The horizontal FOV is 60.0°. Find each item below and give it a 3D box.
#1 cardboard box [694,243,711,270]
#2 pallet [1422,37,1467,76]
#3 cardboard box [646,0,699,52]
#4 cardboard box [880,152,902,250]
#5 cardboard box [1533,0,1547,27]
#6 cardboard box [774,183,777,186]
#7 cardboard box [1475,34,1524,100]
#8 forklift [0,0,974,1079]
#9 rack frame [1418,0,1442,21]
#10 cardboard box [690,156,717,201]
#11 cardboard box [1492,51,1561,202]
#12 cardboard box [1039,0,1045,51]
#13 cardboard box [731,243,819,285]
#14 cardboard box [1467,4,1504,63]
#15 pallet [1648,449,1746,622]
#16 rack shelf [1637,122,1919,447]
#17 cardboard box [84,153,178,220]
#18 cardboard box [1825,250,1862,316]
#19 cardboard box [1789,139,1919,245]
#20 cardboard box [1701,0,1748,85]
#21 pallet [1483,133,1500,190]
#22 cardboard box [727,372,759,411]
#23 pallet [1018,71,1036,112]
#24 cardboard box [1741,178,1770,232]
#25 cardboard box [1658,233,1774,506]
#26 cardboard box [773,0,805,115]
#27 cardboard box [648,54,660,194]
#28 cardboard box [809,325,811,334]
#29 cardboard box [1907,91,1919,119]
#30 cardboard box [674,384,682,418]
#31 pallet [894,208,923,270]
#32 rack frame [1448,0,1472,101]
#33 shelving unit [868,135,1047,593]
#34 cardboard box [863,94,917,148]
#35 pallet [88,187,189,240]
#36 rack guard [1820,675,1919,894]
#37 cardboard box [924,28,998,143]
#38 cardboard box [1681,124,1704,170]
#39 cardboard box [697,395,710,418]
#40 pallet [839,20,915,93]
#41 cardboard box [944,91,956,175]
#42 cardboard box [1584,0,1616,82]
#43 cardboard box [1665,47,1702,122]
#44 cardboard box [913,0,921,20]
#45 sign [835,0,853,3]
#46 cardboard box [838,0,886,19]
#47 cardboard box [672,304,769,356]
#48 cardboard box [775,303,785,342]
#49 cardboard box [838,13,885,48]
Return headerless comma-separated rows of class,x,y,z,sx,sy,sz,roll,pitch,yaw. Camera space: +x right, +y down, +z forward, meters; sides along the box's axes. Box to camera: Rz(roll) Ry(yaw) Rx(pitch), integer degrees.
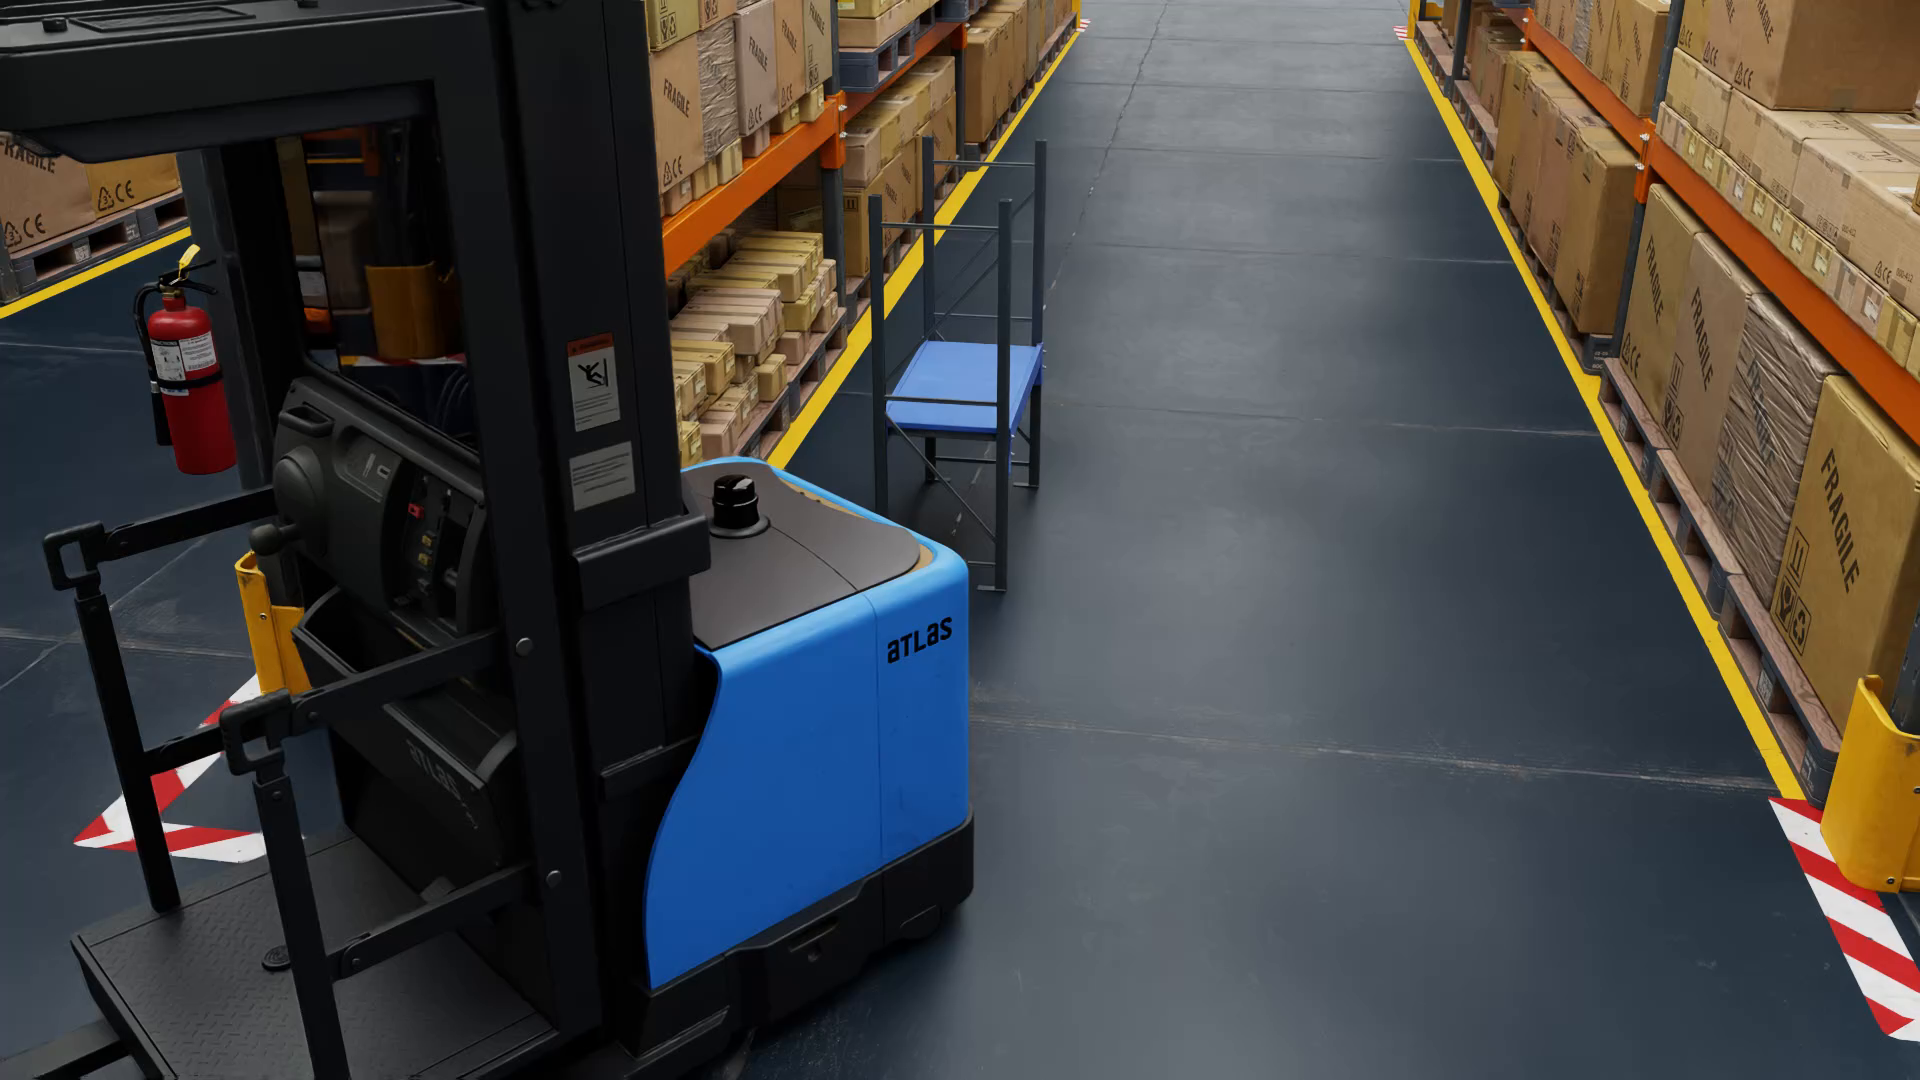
cardboard box,-1.483,-1.409,8.387,0.380,0.149,0.250,5,26,11
pallet,5.337,-4.973,17.126,1.003,0.211,1.213,4,25,9
cardboard box,-1.254,-2.038,5.917,0.500,0.500,0.500,3,25,7
cardboard box,-0.652,-2.051,10.047,0.500,0.500,0.500,5,26,11
cardboard box,4.063,-3.629,10.847,0.500,0.500,0.500,5,26,10
cardboard box,-1.247,-2.208,9.497,0.500,0.250,0.500,3,25,7
cardboard box,4.847,-4.055,14.304,0.700,0.500,0.500,4,25,8
forklift,-1.387,-0.041,3.381,3.031,2.935,1.130,-21,33,-38
rack frame,5.719,-7.114,18.410,1.000,3.000,0.127,4,25,9
cardboard box,-1.192,-1.463,6.634,0.380,0.149,0.250,5,26,10
cardboard box,4.278,-2.709,11.010,1.225,0.875,0.875,3,25,6
cardboard box,0.360,-5.313,16.573,0.875,0.875,0.875,4,25,9
cardboard box,-0.923,-1.373,8.311,0.380,0.149,0.250,4,25,9
cardboard box,5.256,-4.904,16.141,0.500,0.500,0.500,13,28,25
pallet,3.359,-0.008,6.518,1.003,0.211,1.213,4,25,9
rack shelf,3.431,-0.933,6.053,1.077,0.370,4.000,4,25,9
cardboard box,-5.857,-2.653,10.890,0.875,0.875,0.875,5,26,10
cardboard box,2.962,-0.799,5.214,0.380,0.149,0.250,4,25,9
cardboard box,3.088,-1.135,5.463,0.500,0.250,0.500,3,25,7
cardboard box,3.339,-2.114,6.668,0.500,0.500,0.500,4,25,9
pallet,4.540,-2.832,12.551,1.003,0.211,1.213,4,25,9
cardboard box,-1.125,-0.655,7.479,0.380,0.149,0.250,4,25,10
pallet,0.137,-4.236,15.551,1.003,0.211,1.213,4,25,9
cardboard box,3.128,-1.229,6.133,0.380,0.149,0.250,3,25,7
cardboard box,3.424,-0.676,6.667,0.875,0.875,0.875,4,25,9
cardboard box,-1.005,-2.222,7.490,0.500,0.500,0.500,3,25,7
cardboard box,-1.365,-1.382,5.696,0.500,0.500,0.500,4,25,9
cardboard box,-0.972,-1.090,8.407,0.380,0.149,0.250,5,25,10
cardboard box,3.779,-1.529,6.304,0.500,0.250,0.500,5,25,10
cardboard box,-1.299,-0.502,6.449,0.380,0.149,0.250,3,25,6
pallet,-0.796,-2.056,10.892,1.003,0.211,1.213,4,25,9
rack frame,5.065,-5.441,14.836,1.000,3.000,0.127,4,25,9
shelving unit,0.014,-0.715,6.508,0.538,1.500,1.048,4,25,9
cardboard box,-0.565,-2.605,10.346,0.500,0.250,0.500,5,26,11
pallet,-5.770,-2.358,11.540,1.003,0.211,1.213,4,25,9
rack guard,3.100,0.720,4.622,1.175,0.500,0.348,4,25,9
cardboard box,-0.277,-3.574,13.005,1.050,0.750,0.750,4,25,8
cardboard box,3.296,-1.661,7.056,0.380,0.149,0.250,5,26,10
cardboard box,-1.279,-0.596,7.001,0.380,0.149,0.250,5,26,11
pallet,-0.851,-2.704,9.214,1.003,0.211,1.213,4,25,9
cardboard box,-0.315,-2.919,11.900,0.500,0.500,0.500,4,25,8
cardboard box,3.731,-2.780,9.034,0.500,0.500,0.500,4,25,8
cardboard box,3.422,-1.984,7.275,0.500,0.250,0.500,4,25,8
cardboard box,-0.433,-3.122,9.683,0.380,0.149,0.250,3,25,6
sign,-0.583,-2.839,8.255,0.100,0.325,0.005,4,25,9
cardboard box,-0.601,-2.825,8.697,0.380,0.149,0.250,4,25,9
cardboard box,-1.061,-0.932,7.369,0.380,0.149,0.250,3,25,7
cardboard box,-1.053,-1.036,7.941,0.380,0.149,0.250,4,25,9
cardboard box,-0.601,-2.690,8.760,0.380,0.149,0.250,3,25,6
